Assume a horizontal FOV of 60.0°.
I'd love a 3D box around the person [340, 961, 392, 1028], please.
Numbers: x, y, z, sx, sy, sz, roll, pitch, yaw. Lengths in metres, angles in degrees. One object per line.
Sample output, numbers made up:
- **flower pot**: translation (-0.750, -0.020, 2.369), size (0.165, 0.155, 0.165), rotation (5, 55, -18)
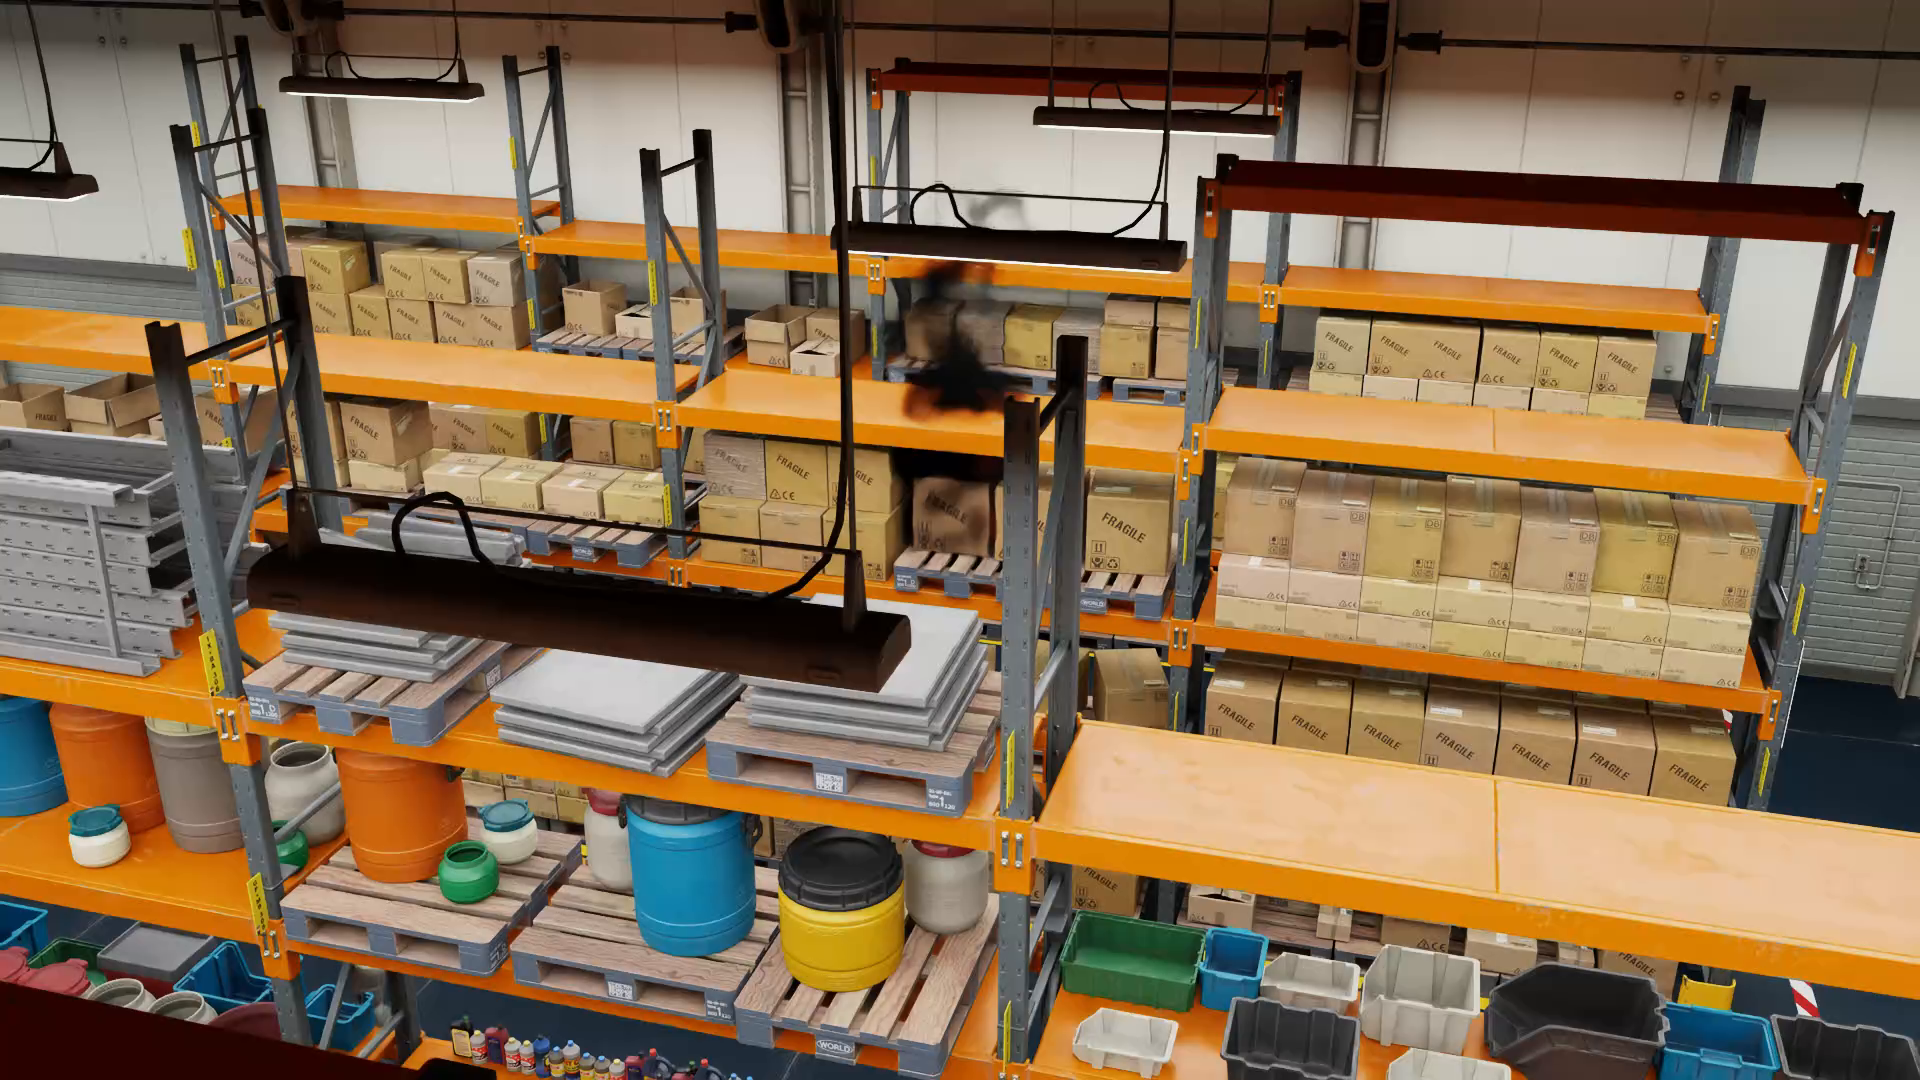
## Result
- **person**: translation (-4.083, 2.919, 11.572), size (0.837, 1.668, 0.617), rotation (7, 23, 16)
